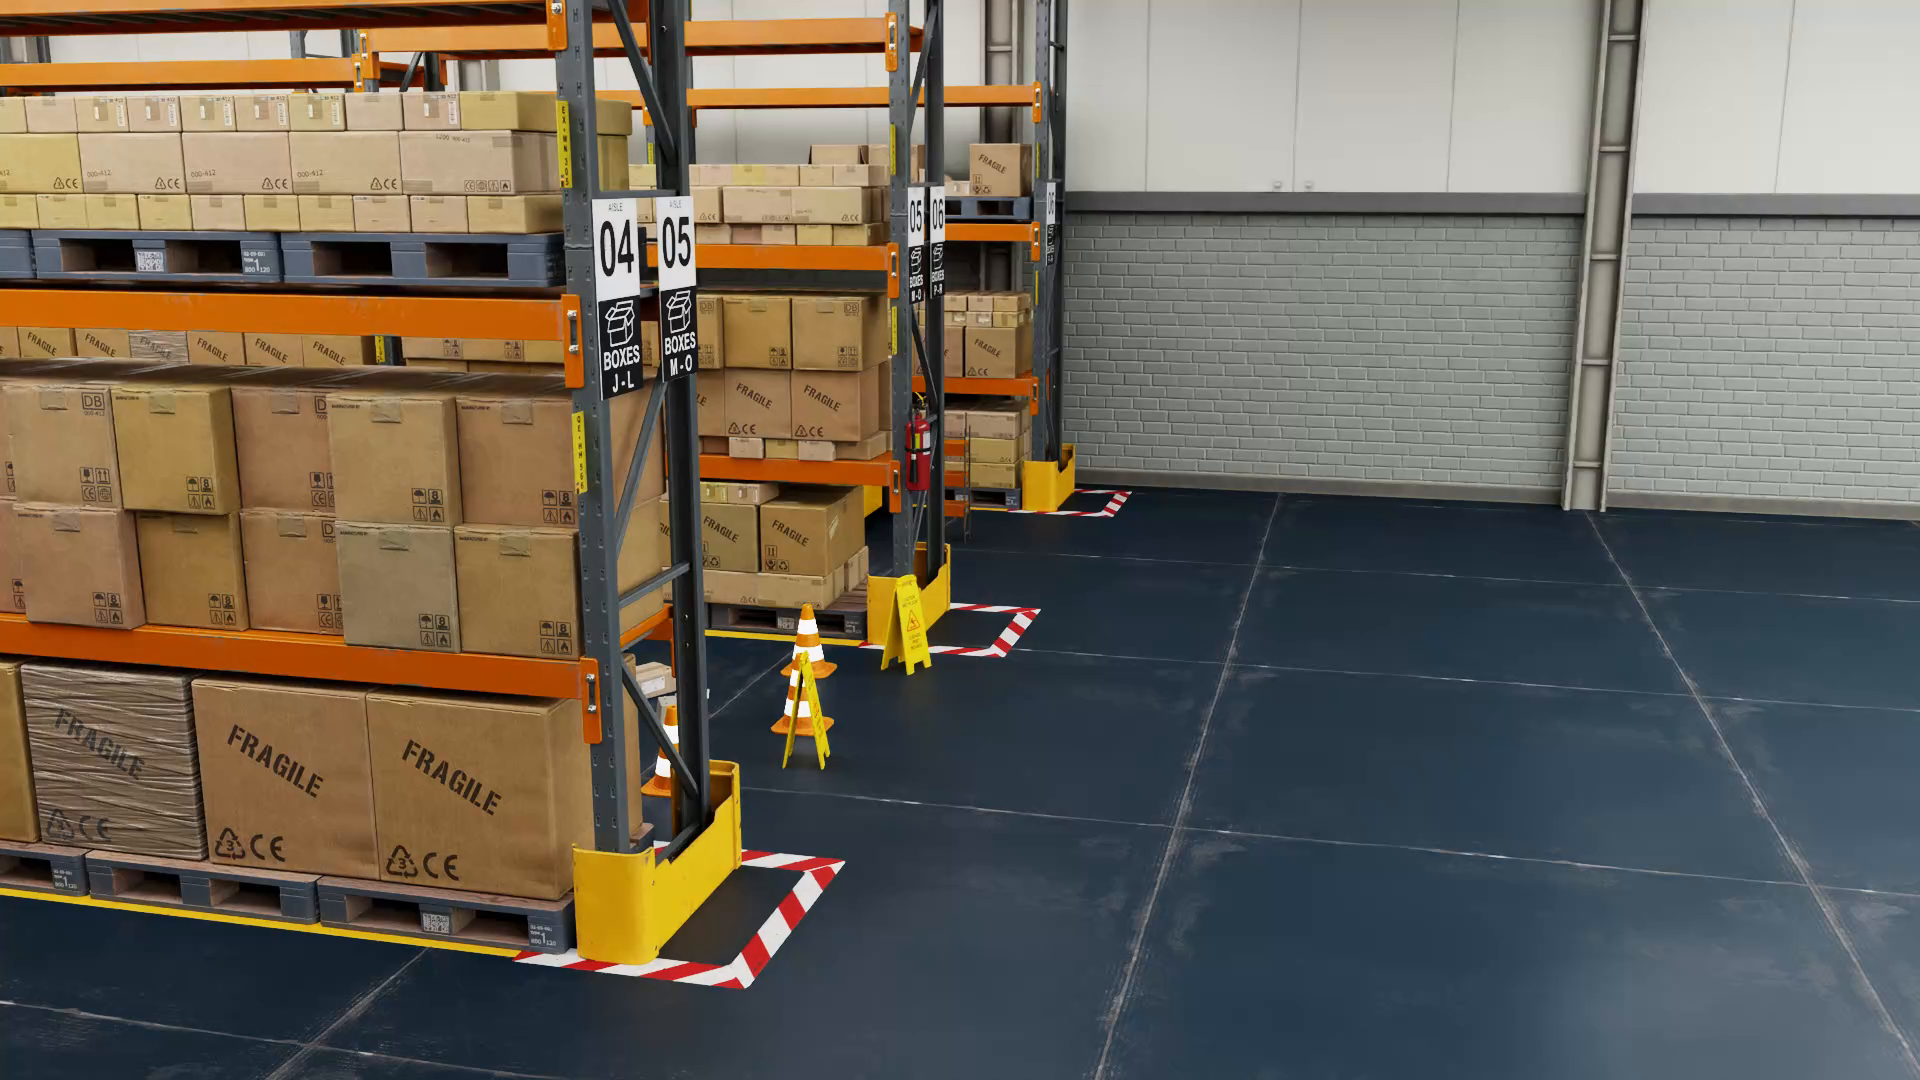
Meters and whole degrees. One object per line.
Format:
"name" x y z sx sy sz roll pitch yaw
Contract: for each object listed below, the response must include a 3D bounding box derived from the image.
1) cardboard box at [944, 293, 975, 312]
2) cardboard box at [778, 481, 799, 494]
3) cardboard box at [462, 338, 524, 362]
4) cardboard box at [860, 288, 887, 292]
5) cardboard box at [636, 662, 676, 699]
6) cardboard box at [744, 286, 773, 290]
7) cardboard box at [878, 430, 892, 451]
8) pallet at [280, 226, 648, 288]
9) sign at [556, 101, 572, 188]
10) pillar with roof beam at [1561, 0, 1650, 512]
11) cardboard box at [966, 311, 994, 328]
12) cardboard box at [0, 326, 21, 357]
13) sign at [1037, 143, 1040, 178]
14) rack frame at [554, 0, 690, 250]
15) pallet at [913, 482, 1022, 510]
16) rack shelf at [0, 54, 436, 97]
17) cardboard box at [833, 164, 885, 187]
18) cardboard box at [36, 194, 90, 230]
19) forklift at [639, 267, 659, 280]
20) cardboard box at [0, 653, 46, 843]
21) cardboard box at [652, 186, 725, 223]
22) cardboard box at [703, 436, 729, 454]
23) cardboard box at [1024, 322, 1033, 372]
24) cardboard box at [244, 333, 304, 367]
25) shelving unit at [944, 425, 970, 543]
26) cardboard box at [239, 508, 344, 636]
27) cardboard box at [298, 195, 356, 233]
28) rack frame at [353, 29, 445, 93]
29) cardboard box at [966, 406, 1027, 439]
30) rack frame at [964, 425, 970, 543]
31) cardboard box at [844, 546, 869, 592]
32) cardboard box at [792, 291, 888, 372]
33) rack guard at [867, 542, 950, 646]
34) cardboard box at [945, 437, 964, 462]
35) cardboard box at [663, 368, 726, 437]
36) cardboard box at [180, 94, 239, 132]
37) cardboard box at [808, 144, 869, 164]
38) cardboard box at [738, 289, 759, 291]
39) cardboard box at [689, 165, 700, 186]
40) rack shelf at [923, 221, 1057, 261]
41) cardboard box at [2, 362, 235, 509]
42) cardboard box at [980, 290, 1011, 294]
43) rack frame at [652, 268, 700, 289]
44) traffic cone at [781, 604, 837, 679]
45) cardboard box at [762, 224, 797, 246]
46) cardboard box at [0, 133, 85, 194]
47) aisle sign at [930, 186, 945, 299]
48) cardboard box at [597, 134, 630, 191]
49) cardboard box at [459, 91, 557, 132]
"cardboard box" -0.016 -2.372 16.599 0.250 0.149 0.380 3 13 15
"cardboard box" -1.544 -0.184 12.804 0.500 0.500 0.500 3 13 11
"cardboard box" -3.313 -1.619 12.394 0.500 0.500 0.700 3 13 14
"cardboard box" -0.880 -2.532 17.321 0.250 0.149 0.380 3 13 14
"cardboard box" -2.051 0.920 10.759 0.250 0.149 0.380 12 17 43
"cardboard box" -2.117 -2.605 17.651 0.250 0.149 0.380 3 13 13
"cardboard box" -0.576 -0.767 12.361 0.250 0.149 0.380 3 13 14
"pallet" -2.106 -1.240 7.191 1.213 0.211 1.003 3 13 14
"sign" -1.527 -1.527 6.420 0.005 0.325 0.100 3 13 14
"pillar with roof beam" 5.224 -3.810 11.648 0.400 9.000 9.100 3 13 14
"cardboard box" 0.231 -2.204 16.530 0.250 0.149 0.380 3 13 14
"cardboard box" -7.681 -1.571 13.517 0.500 0.500 0.500 3 13 12
"sign" 0.747 -3.617 15.841 0.005 0.325 0.100 3 13 14
"rack frame" -1.383 -2.711 6.693 0.127 3.000 1.000 3 13 14
"pallet" 0.138 -0.542 17.205 1.213 0.211 1.003 3 13 14
"rack shelf" -6.121 -3.522 12.933 4.000 0.370 1.077 3 13 14
"cardboard box" -0.695 -2.515 11.474 0.250 0.149 0.380 3 13 14
"cardboard box" -3.758 -1.429 7.221 0.250 0.149 0.380 3 13 14
"forklift" -3.106 -1.697 16.131 3.031 2.935 1.130 1 13 6
"cardboard box" -4.673 0.890 8.250 0.875 0.875 0.875 3 13 14
"cardboard box" -1.850 -2.387 11.818 0.500 0.250 0.500 3 13 15
"cardboard box" -1.698 -0.738 12.229 0.250 0.149 0.380 3 13 14
"cardboard box" 0.476 -2.005 17.132 0.500 0.500 0.500 3 13 15
"cardboard box" -5.164 -1.436 12.911 0.500 0.500 0.500 3 13 14
"shelving unit" -0.052 -0.515 15.149 0.252 1.050 0.215 3 13 14
"cardboard box" -2.807 0.055 7.729 0.550 0.550 0.875 3 13 14
"cardboard box" -2.527 -1.363 6.924 0.250 0.149 0.380 3 13 14
"rack frame" -4.179 -3.965 12.344 0.127 3.000 1.000 3 13 14
"cardboard box" 0.368 -1.181 16.720 0.500 0.250 0.500 4 13 15
"rack frame" 0.067 -0.509 15.120 0.008 1.050 0.200 3 13 14
"cardboard box" -1.012 0.209 12.762 0.500 0.250 0.500 3 13 13
"cardboard box" -0.844 -1.491 11.820 0.500 0.500 0.700 3 13 12
"rack guard" -0.369 0.388 12.347 0.348 0.500 1.175 3 13 14
"cardboard box" -0.142 -0.967 16.907 0.500 0.250 0.500 3 13 13
"cardboard box" -1.858 -1.046 12.123 0.500 0.500 0.500 3 13 13
"cardboard box" -3.026 -1.779 6.958 0.250 0.149 0.380 3 13 13
"cardboard box" -1.127 -3.725 16.752 0.637 0.503 0.797 3 13 15
"cardboard box" -2.230 -2.506 17.204 0.250 0.149 0.380 3 13 12
"cardboard box" -1.905 -2.603 11.871 0.250 0.149 0.380 3 13 12
"rack shelf" -1.052 -3.089 16.985 4.000 0.370 1.077 3 13 14
"cardboard box" -3.864 -0.503 7.752 0.550 0.550 0.875 3 13 14
"cardboard box" 0.372 -2.472 17.053 0.250 0.149 0.380 4 13 15
"rack frame" -2.993 -2.080 17.700 0.127 3.000 1.000 3 13 14
"traffic cone" -1.022 0.659 11.211 0.334 0.463 0.336 3 13 14
"cardboard box" -1.208 -2.157 11.701 0.250 0.149 0.380 3 13 15
"cardboard box" -3.879 -1.644 7.268 0.500 0.250 0.500 3 13 13
"aisle sign" -0.161 -2.160 12.056 0.004 0.787 0.394 3 13 14
"cardboard box" -1.790 -1.651 7.302 0.500 0.250 0.500 3 13 13
"cardboard box" -1.792 -1.713 6.660 0.250 0.149 0.380 3 13 14
